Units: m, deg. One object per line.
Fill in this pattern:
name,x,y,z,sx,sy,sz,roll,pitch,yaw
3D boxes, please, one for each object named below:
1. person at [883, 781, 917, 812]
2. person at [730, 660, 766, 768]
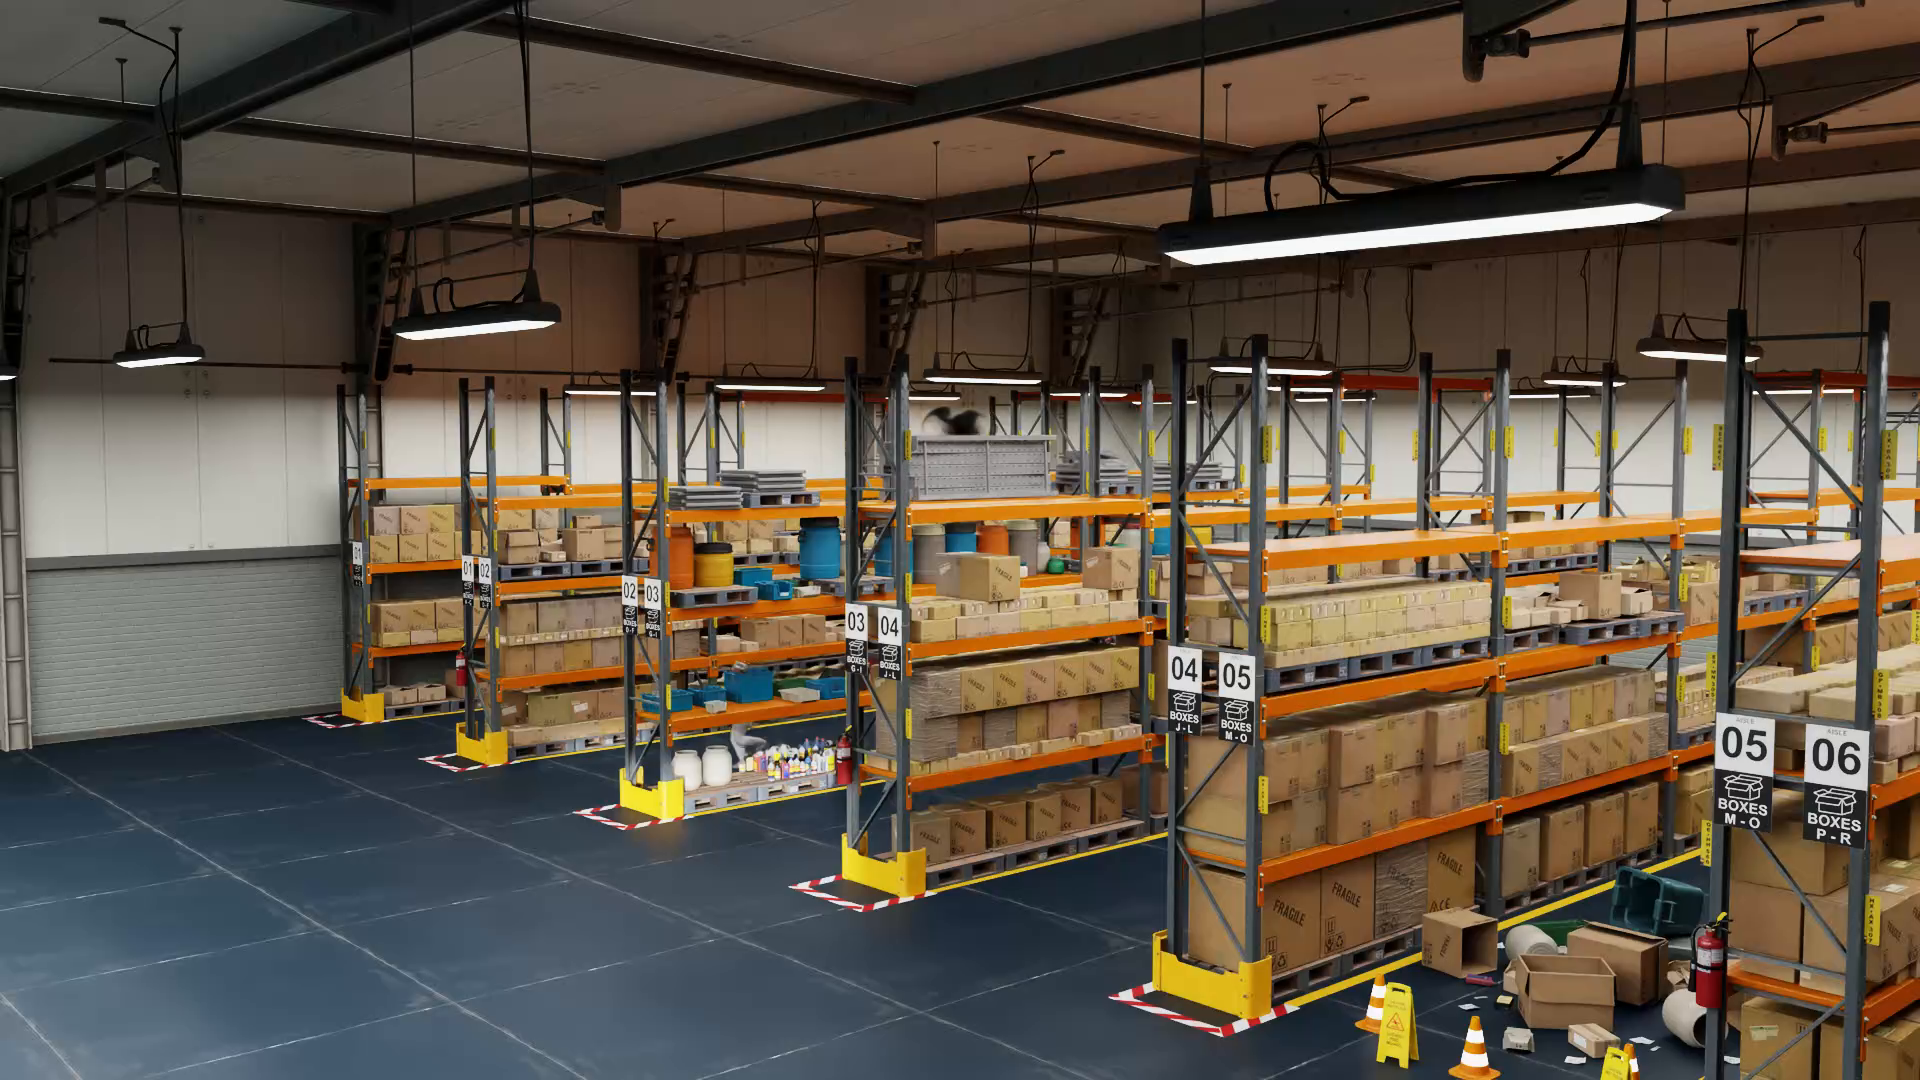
person,-0.672,2.915,21.373,0.607,1.720,0.807,-3,5,-41
person,-3.308,2.672,25.536,0.608,1.677,0.603,-2,4,-29
